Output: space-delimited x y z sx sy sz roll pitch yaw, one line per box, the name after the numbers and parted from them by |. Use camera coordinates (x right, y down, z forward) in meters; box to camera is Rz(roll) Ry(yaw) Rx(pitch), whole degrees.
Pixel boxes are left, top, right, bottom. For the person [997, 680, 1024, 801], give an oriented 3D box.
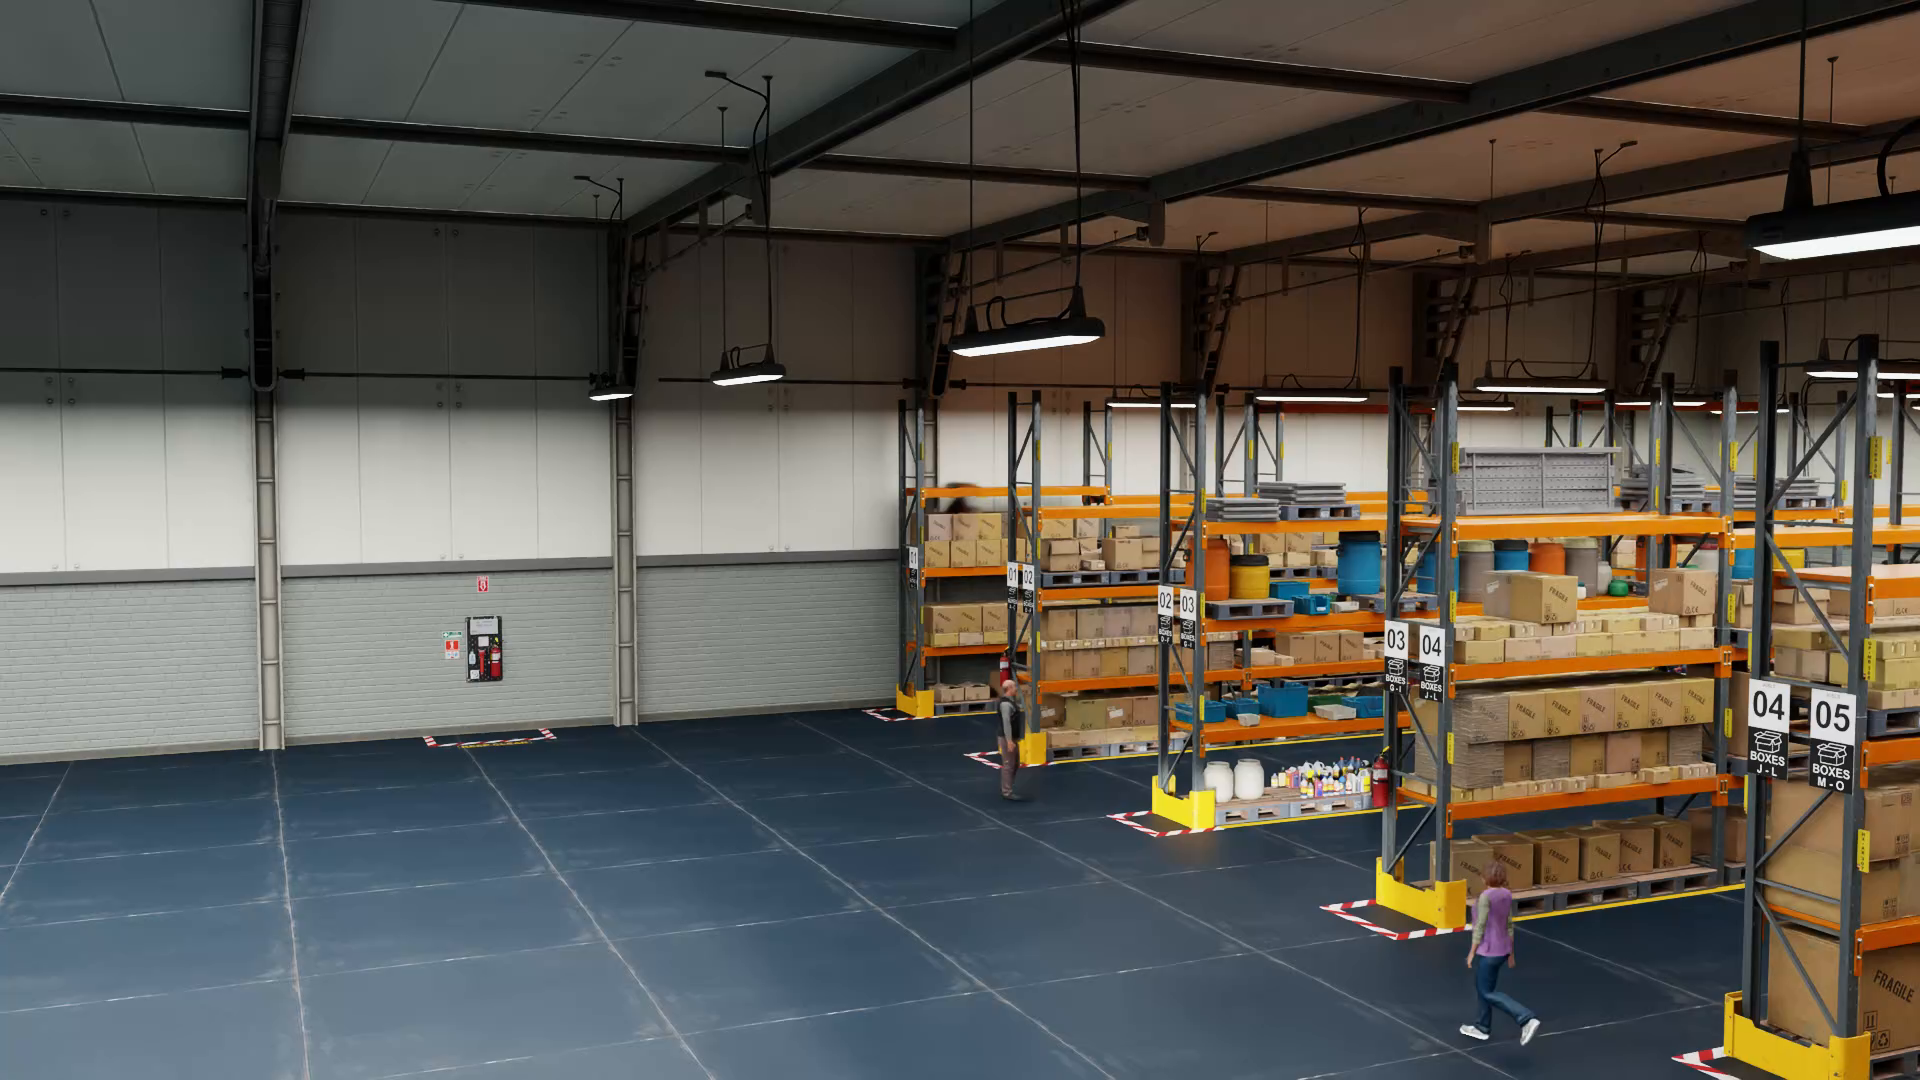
0.731 2.928 24.132 0.402 1.807 0.593 0 3 6 | person

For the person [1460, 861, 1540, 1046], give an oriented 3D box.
4.607 3.539 14.194 0.761 1.582 0.411 3 4 38 | person
